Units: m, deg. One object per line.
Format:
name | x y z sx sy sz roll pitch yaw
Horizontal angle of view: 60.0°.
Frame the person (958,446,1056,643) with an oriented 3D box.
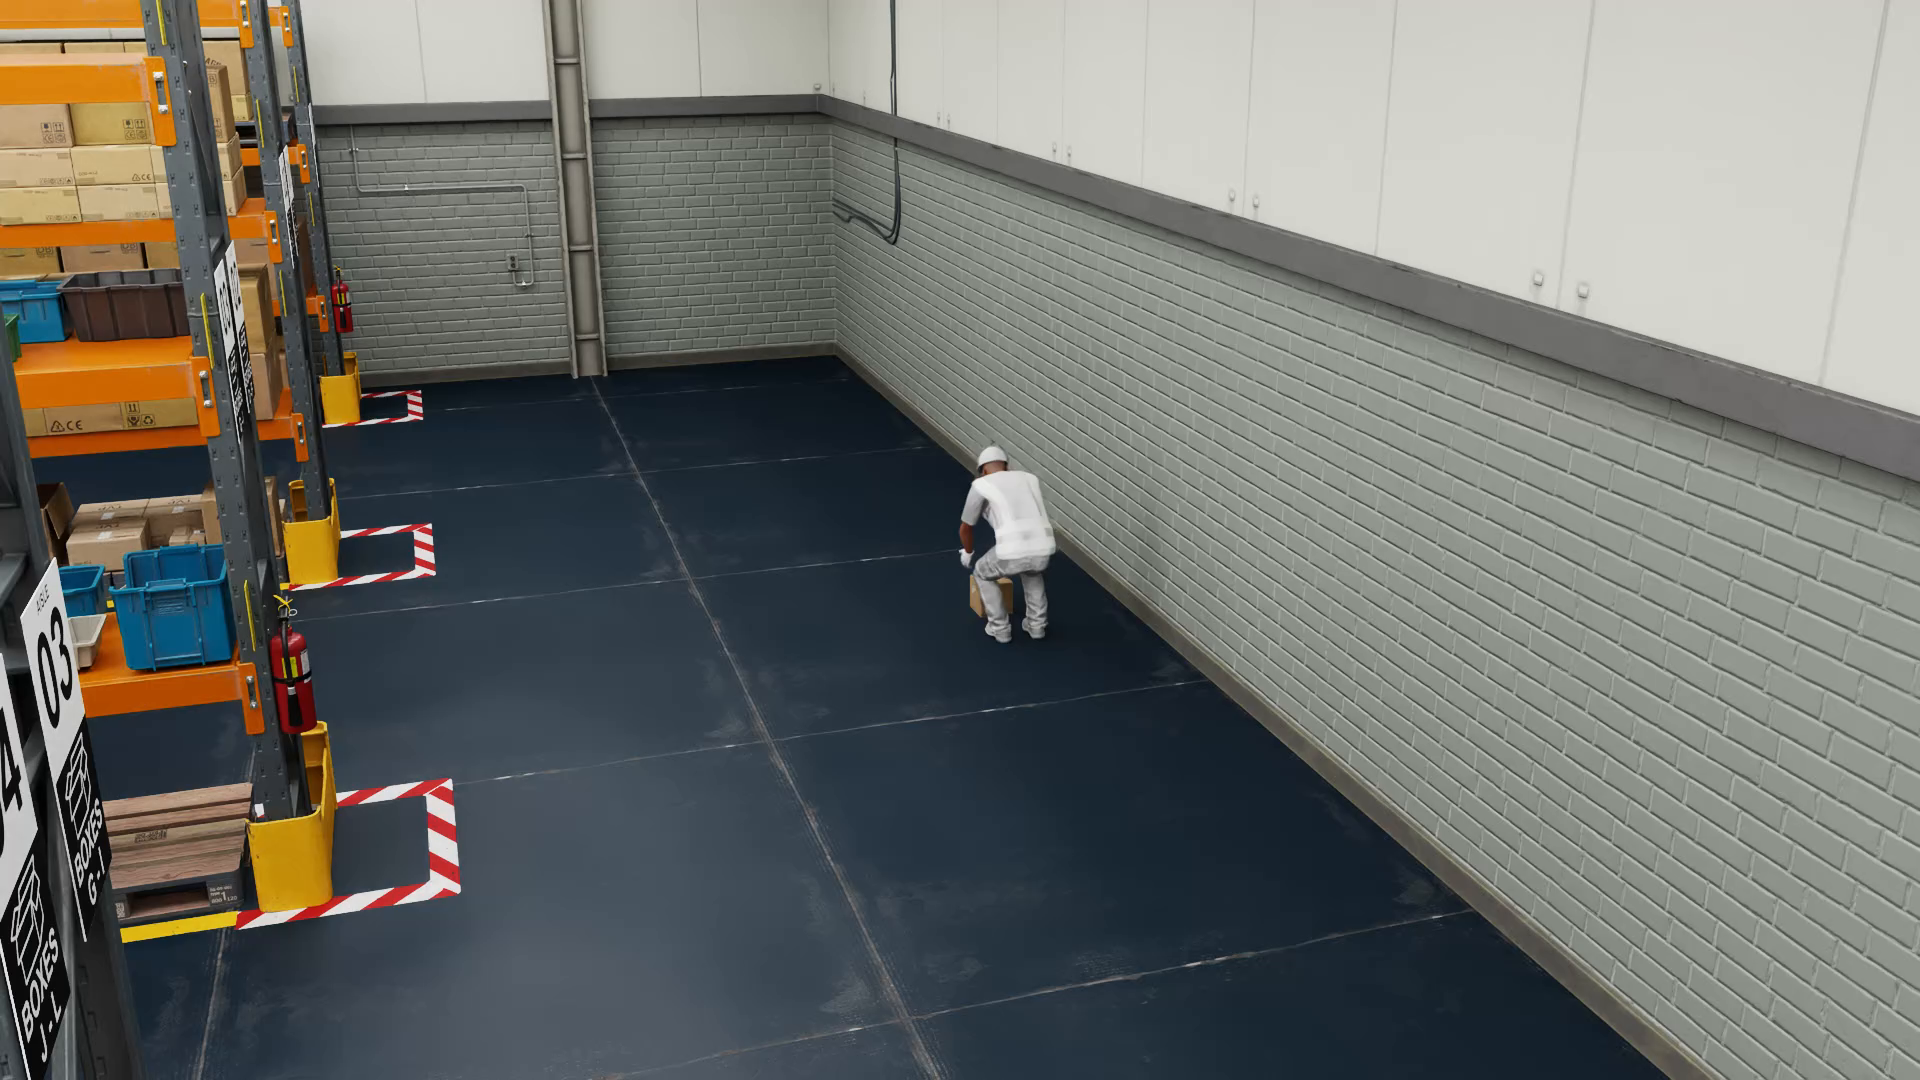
person | 0.330 0.043 11.672 0.609 1.288 0.827 -6 20 -17
